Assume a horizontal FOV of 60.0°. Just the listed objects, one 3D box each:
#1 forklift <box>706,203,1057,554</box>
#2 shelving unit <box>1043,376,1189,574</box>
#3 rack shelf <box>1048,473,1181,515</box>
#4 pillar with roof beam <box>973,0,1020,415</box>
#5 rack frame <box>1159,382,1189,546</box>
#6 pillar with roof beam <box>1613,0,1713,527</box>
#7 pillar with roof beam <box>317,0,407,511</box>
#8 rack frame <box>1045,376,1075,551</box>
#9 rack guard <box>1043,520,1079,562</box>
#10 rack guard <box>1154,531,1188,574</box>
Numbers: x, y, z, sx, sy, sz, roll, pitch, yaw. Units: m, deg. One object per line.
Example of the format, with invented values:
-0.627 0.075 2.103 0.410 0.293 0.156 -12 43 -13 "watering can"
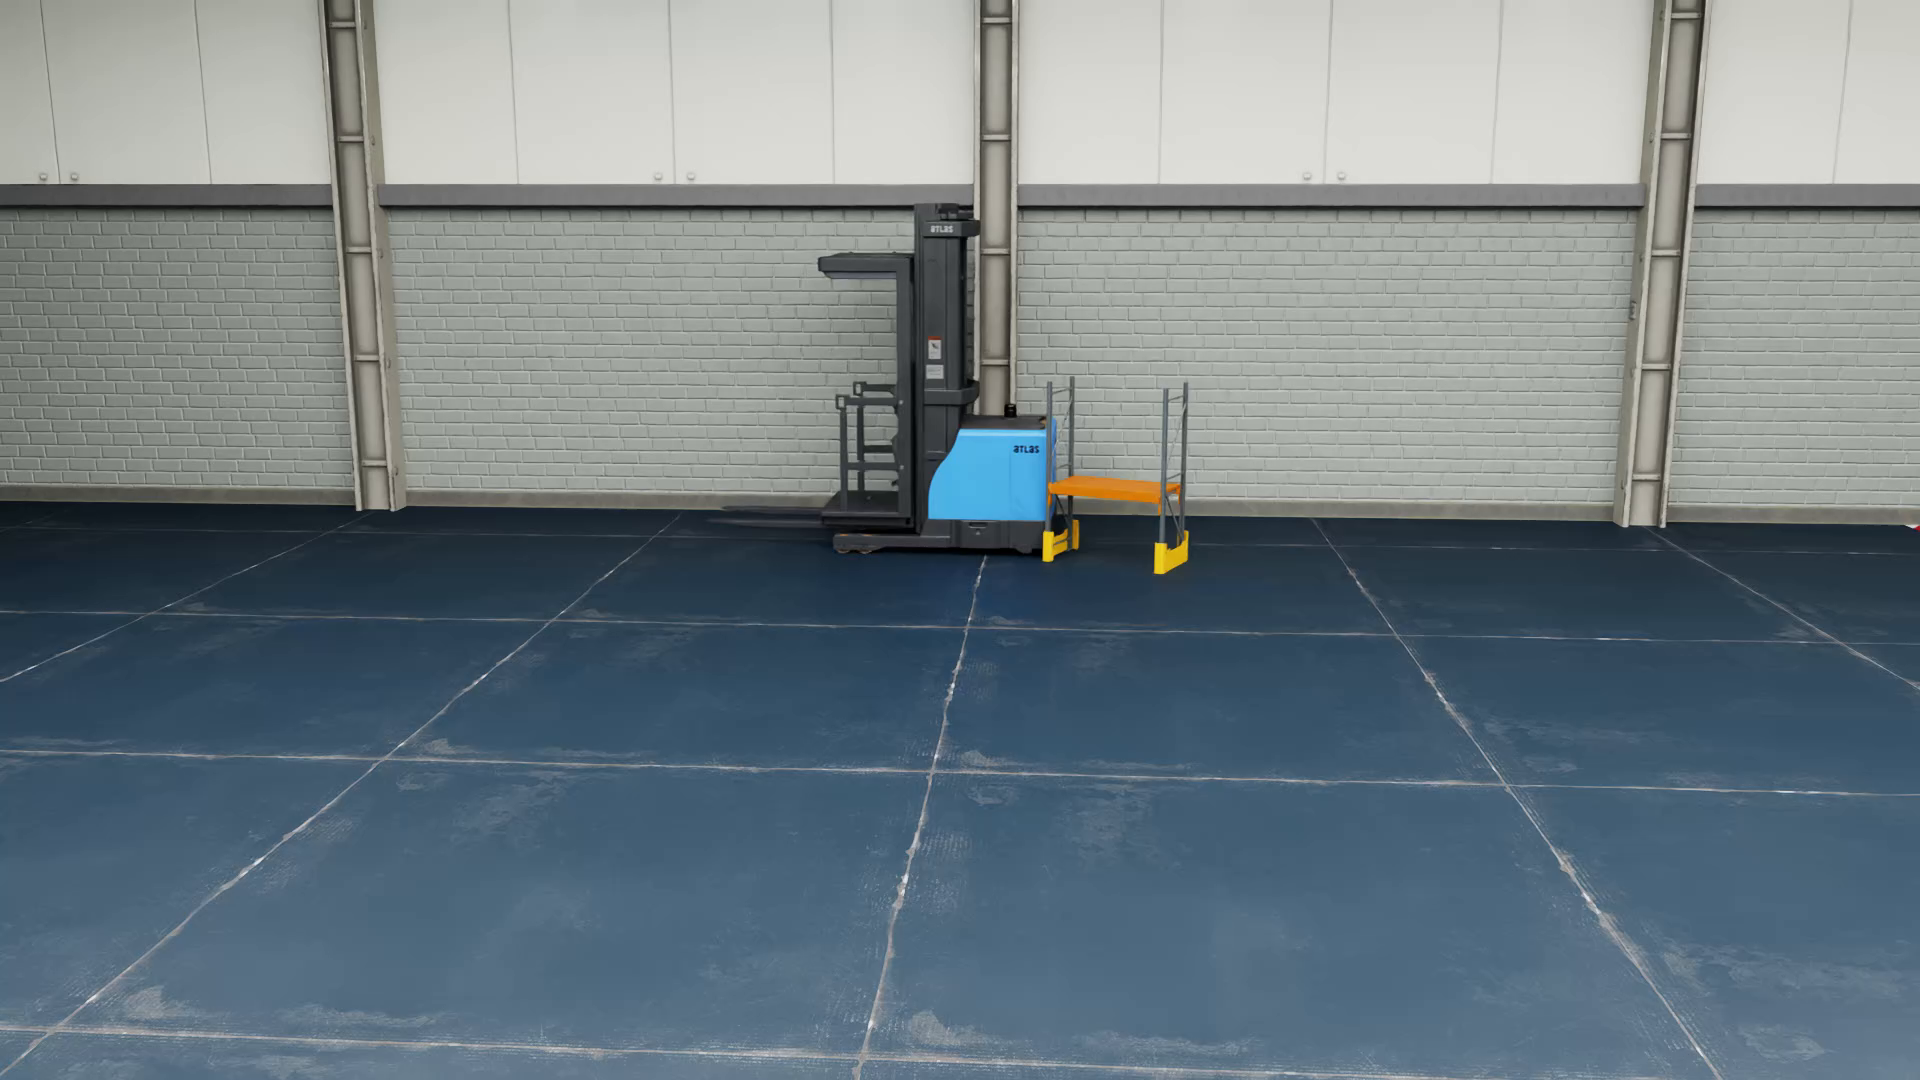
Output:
-0.677 -1.422 14.408 3.031 2.935 1.130 1 12 5 "forklift"
1.302 -0.562 13.791 1.083 1.500 0.587 6 13 27 "shelving unit"
1.294 -0.387 13.832 1.000 0.185 0.538 6 13 27 "rack shelf"
0.044 -3.757 10.749 0.400 9.000 9.100 1 12 4 "pillar with roof beam"
1.743 -0.514 13.563 0.032 1.500 0.500 6 13 27 "rack frame"
6.031 -3.675 10.357 0.400 9.000 9.100 1 12 4 "pillar with roof beam"
-5.942 -3.839 11.142 0.400 9.000 9.100 1 12 4 "pillar with roof beam"
0.845 -0.611 14.028 0.032 1.500 0.500 6 13 27 "rack frame"
0.862 0.002 14.147 0.087 0.250 0.587 6 13 27 "rack guard"
1.742 0.098 13.691 0.087 0.250 0.587 6 13 27 "rack guard"
